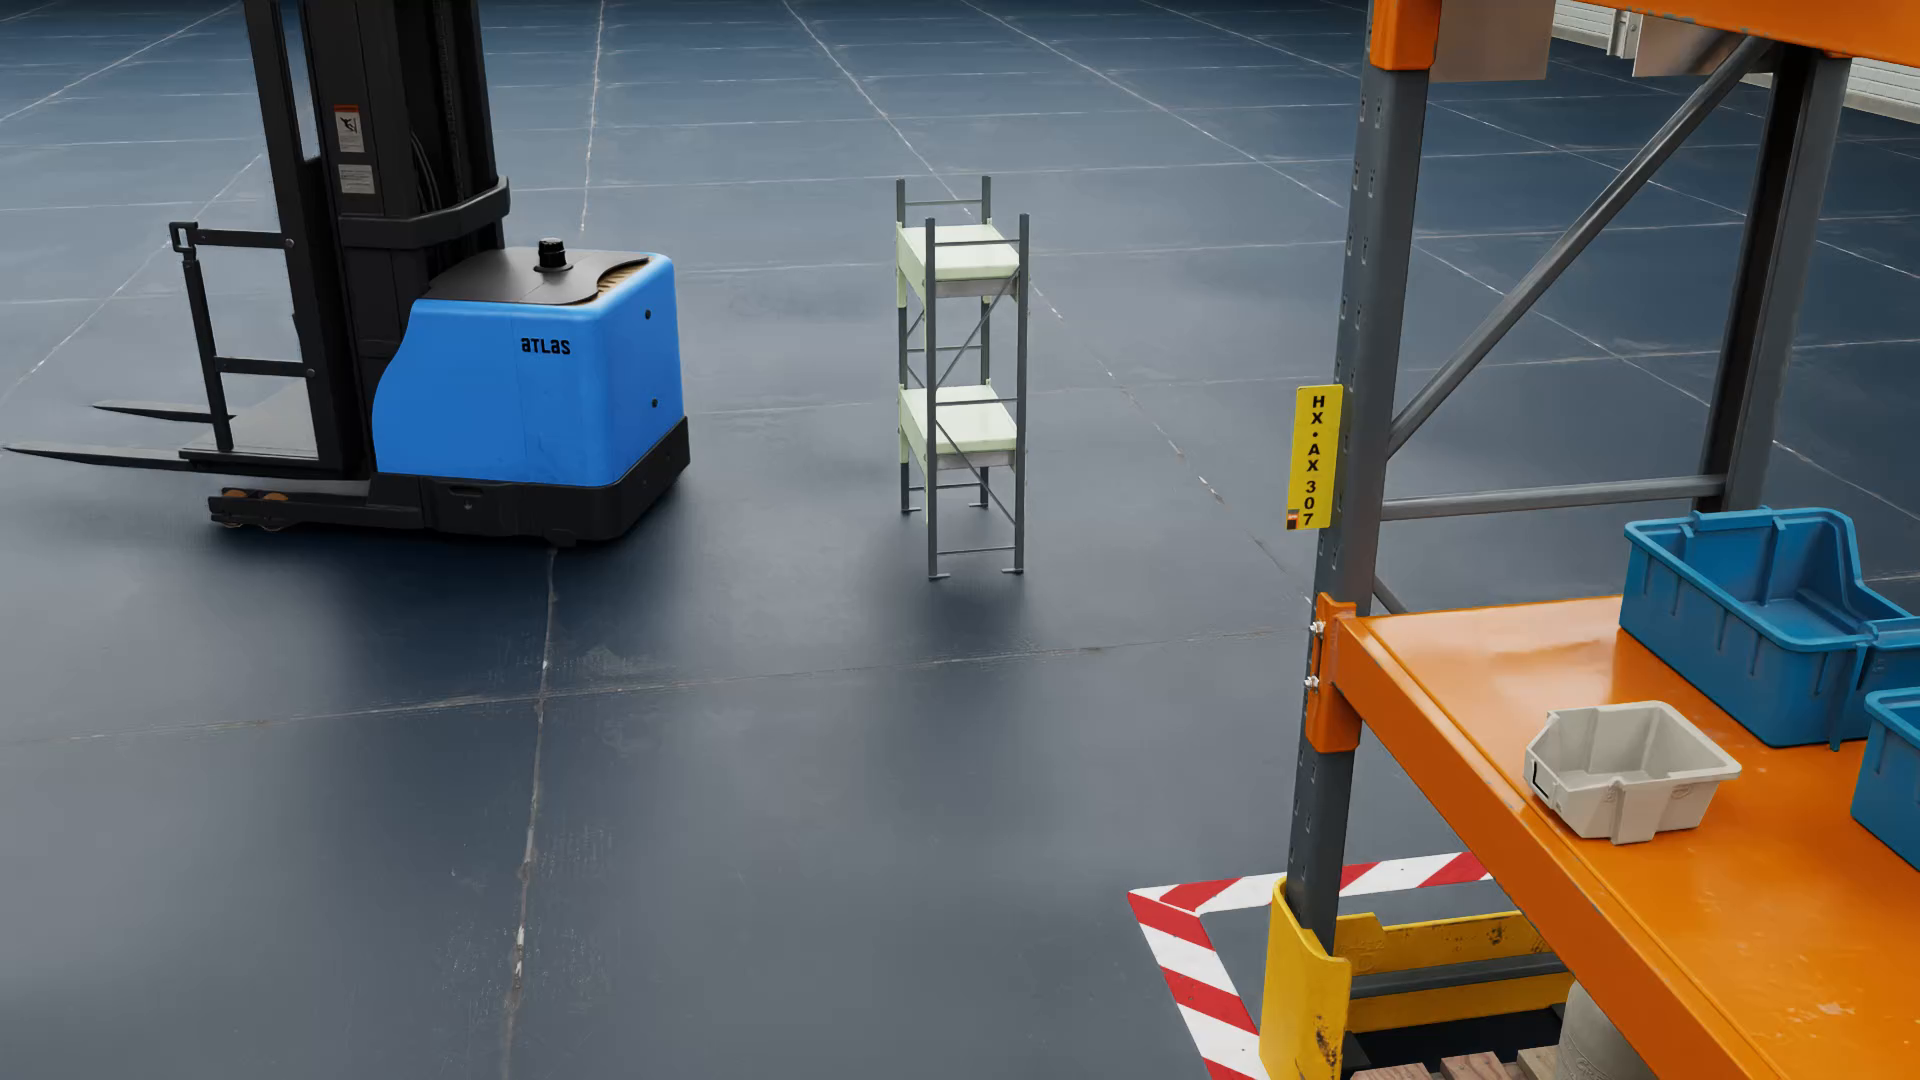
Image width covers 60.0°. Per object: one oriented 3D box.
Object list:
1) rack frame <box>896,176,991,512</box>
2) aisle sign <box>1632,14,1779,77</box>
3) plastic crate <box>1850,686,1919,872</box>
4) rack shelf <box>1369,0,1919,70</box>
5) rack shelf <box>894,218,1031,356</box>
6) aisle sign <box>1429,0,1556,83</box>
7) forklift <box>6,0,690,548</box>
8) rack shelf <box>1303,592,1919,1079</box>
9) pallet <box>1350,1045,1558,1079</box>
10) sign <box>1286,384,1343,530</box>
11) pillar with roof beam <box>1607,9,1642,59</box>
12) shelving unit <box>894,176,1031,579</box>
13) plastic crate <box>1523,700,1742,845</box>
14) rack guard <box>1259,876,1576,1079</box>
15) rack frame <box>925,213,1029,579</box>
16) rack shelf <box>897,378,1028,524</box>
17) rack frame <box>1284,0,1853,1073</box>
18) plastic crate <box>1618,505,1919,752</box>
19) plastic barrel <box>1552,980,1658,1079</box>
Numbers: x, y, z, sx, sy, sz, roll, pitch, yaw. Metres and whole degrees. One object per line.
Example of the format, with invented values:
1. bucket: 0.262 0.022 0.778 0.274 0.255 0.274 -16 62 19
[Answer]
1. rack frame: -0.069 -0.834 7.285 0.400 1.500 0.023 -4 24 -10
2. aisle sign: 1.577 -1.328 3.295 0.394 0.787 0.004 -4 24 -10
3. plastic crate: 1.799 0.412 2.744 0.499 0.251 0.408 -4 24 -10
4. rack shelf: 1.668 -0.345 1.442 1.077 0.370 4.000 -4 24 -10
5. rack shelf: -0.001 -1.048 6.800 0.431 0.370 0.720 -4 24 -10
6. aisle sign: 0.997 -1.284 3.195 0.394 0.787 0.004 -4 24 -10
7. forklift: -2.851 -1.583 7.213 3.031 2.935 1.130 4 24 10
8. rack shelf: 1.668 1.030 2.043 1.077 0.370 4.000 -4 24 -10
9. pallet: 1.504 1.538 3.465 1.003 0.211 1.213 -4 24 -10
10. sign: 0.757 -0.174 3.555 0.100 0.325 0.005 -4 24 -10
11. pillar with roof beam: 4.455 -10.119 19.176 9.100 9.000 0.400 -4 24 -10
12. shelving unit: -0.001 -0.690 6.956 0.431 1.500 0.755 -4 24 -10
13. plastic crate: 1.148 0.410 2.892 0.298 0.136 0.250 -4 24 -10
14. rack guard: 1.359 1.086 4.140 1.175 0.500 0.348 -4 24 -10
15. rack frame: 0.066 -0.546 6.626 0.400 1.500 0.023 -4 24 -10
16. rack shelf: -0.001 -0.391 7.086 0.431 0.370 0.720 -4 24 -10
17. rack frame: 1.298 -0.086 3.700 1.000 3.000 0.127 -4 24 -10
18. plastic crate: 1.685 0.157 3.330 0.499 0.251 0.616 -4 24 -10
19. plastic barrel: 1.495 1.115 3.534 0.421 0.512 0.421 0 24 0
